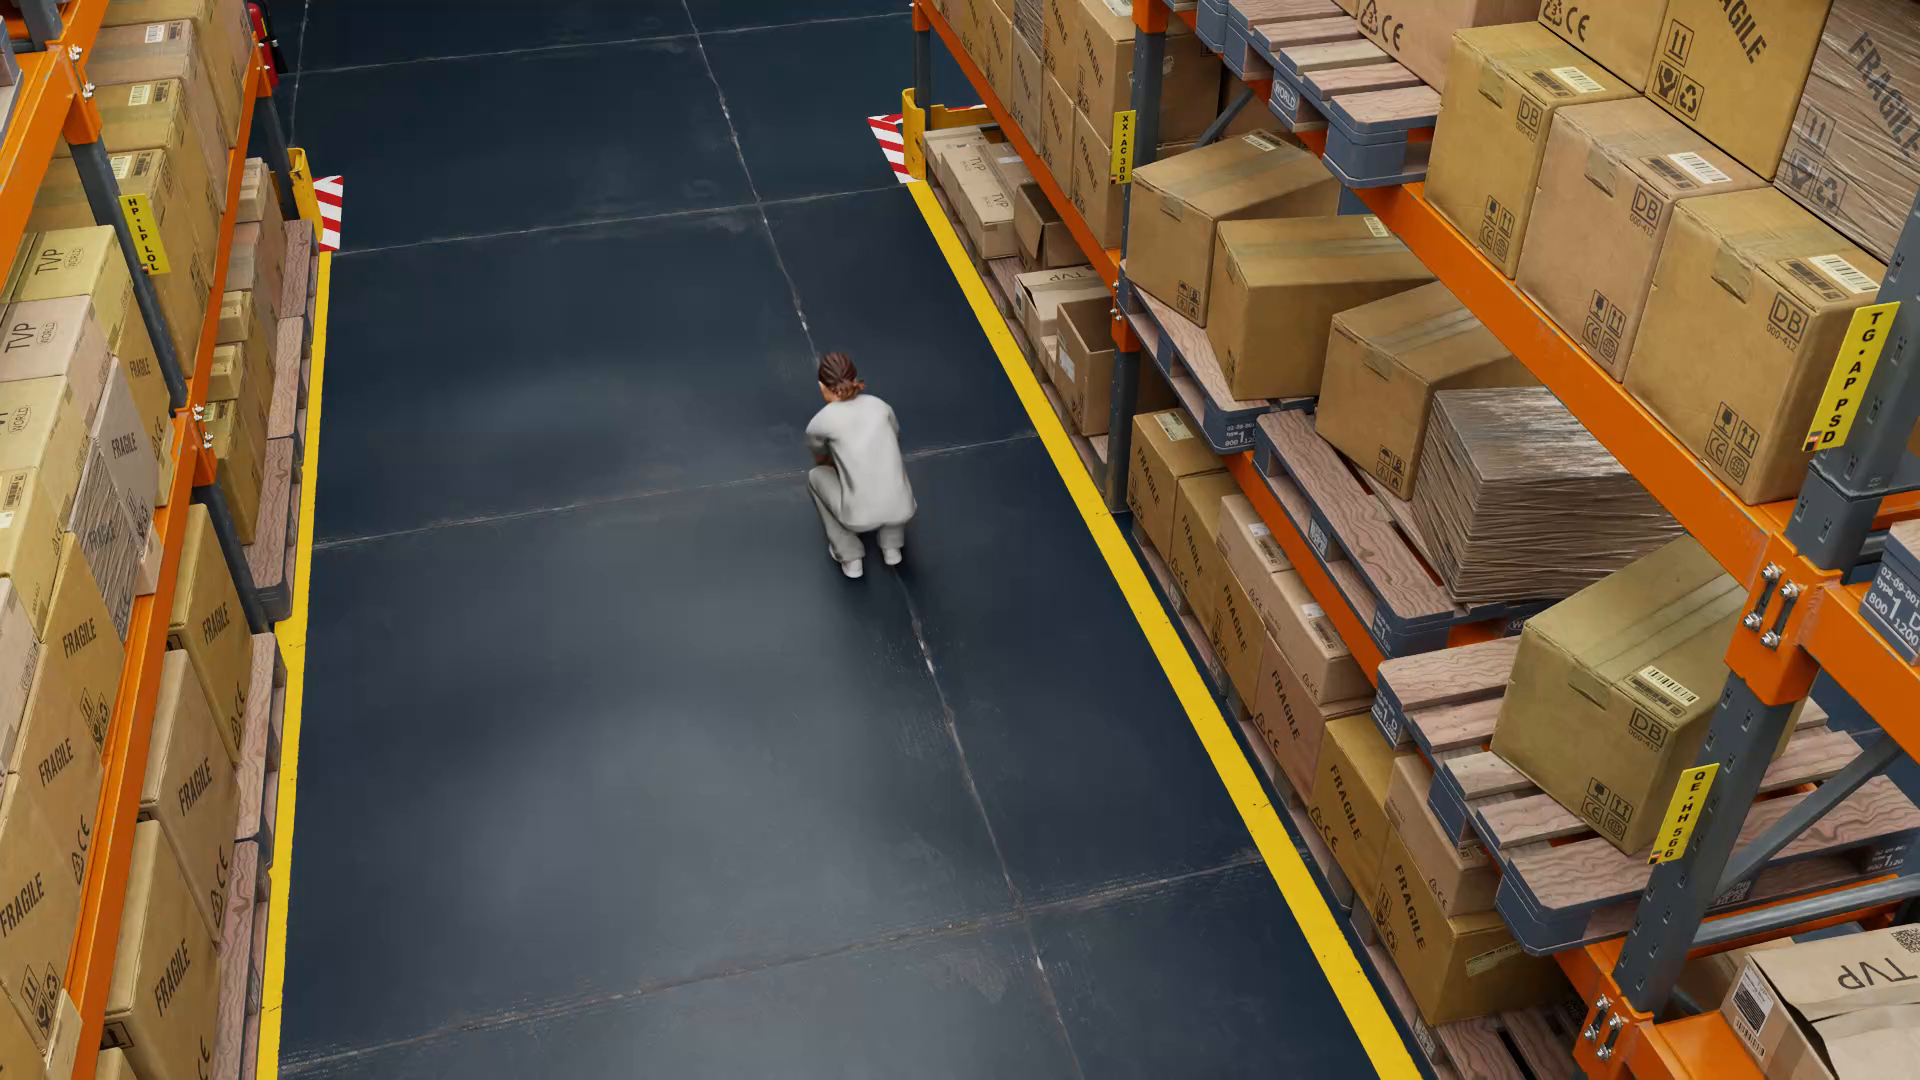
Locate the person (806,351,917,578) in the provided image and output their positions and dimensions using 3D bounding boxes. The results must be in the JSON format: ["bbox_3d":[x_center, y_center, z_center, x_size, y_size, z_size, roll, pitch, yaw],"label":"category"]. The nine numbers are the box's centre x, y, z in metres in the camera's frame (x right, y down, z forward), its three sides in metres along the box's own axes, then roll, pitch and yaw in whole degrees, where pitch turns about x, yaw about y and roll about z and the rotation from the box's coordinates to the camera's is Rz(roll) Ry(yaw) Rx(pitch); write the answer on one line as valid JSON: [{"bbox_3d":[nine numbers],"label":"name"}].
[{"bbox_3d":[-0.476,-0.369,7.780,0.467,0.943,0.807,-10,39,-12],"label":"person"}]
